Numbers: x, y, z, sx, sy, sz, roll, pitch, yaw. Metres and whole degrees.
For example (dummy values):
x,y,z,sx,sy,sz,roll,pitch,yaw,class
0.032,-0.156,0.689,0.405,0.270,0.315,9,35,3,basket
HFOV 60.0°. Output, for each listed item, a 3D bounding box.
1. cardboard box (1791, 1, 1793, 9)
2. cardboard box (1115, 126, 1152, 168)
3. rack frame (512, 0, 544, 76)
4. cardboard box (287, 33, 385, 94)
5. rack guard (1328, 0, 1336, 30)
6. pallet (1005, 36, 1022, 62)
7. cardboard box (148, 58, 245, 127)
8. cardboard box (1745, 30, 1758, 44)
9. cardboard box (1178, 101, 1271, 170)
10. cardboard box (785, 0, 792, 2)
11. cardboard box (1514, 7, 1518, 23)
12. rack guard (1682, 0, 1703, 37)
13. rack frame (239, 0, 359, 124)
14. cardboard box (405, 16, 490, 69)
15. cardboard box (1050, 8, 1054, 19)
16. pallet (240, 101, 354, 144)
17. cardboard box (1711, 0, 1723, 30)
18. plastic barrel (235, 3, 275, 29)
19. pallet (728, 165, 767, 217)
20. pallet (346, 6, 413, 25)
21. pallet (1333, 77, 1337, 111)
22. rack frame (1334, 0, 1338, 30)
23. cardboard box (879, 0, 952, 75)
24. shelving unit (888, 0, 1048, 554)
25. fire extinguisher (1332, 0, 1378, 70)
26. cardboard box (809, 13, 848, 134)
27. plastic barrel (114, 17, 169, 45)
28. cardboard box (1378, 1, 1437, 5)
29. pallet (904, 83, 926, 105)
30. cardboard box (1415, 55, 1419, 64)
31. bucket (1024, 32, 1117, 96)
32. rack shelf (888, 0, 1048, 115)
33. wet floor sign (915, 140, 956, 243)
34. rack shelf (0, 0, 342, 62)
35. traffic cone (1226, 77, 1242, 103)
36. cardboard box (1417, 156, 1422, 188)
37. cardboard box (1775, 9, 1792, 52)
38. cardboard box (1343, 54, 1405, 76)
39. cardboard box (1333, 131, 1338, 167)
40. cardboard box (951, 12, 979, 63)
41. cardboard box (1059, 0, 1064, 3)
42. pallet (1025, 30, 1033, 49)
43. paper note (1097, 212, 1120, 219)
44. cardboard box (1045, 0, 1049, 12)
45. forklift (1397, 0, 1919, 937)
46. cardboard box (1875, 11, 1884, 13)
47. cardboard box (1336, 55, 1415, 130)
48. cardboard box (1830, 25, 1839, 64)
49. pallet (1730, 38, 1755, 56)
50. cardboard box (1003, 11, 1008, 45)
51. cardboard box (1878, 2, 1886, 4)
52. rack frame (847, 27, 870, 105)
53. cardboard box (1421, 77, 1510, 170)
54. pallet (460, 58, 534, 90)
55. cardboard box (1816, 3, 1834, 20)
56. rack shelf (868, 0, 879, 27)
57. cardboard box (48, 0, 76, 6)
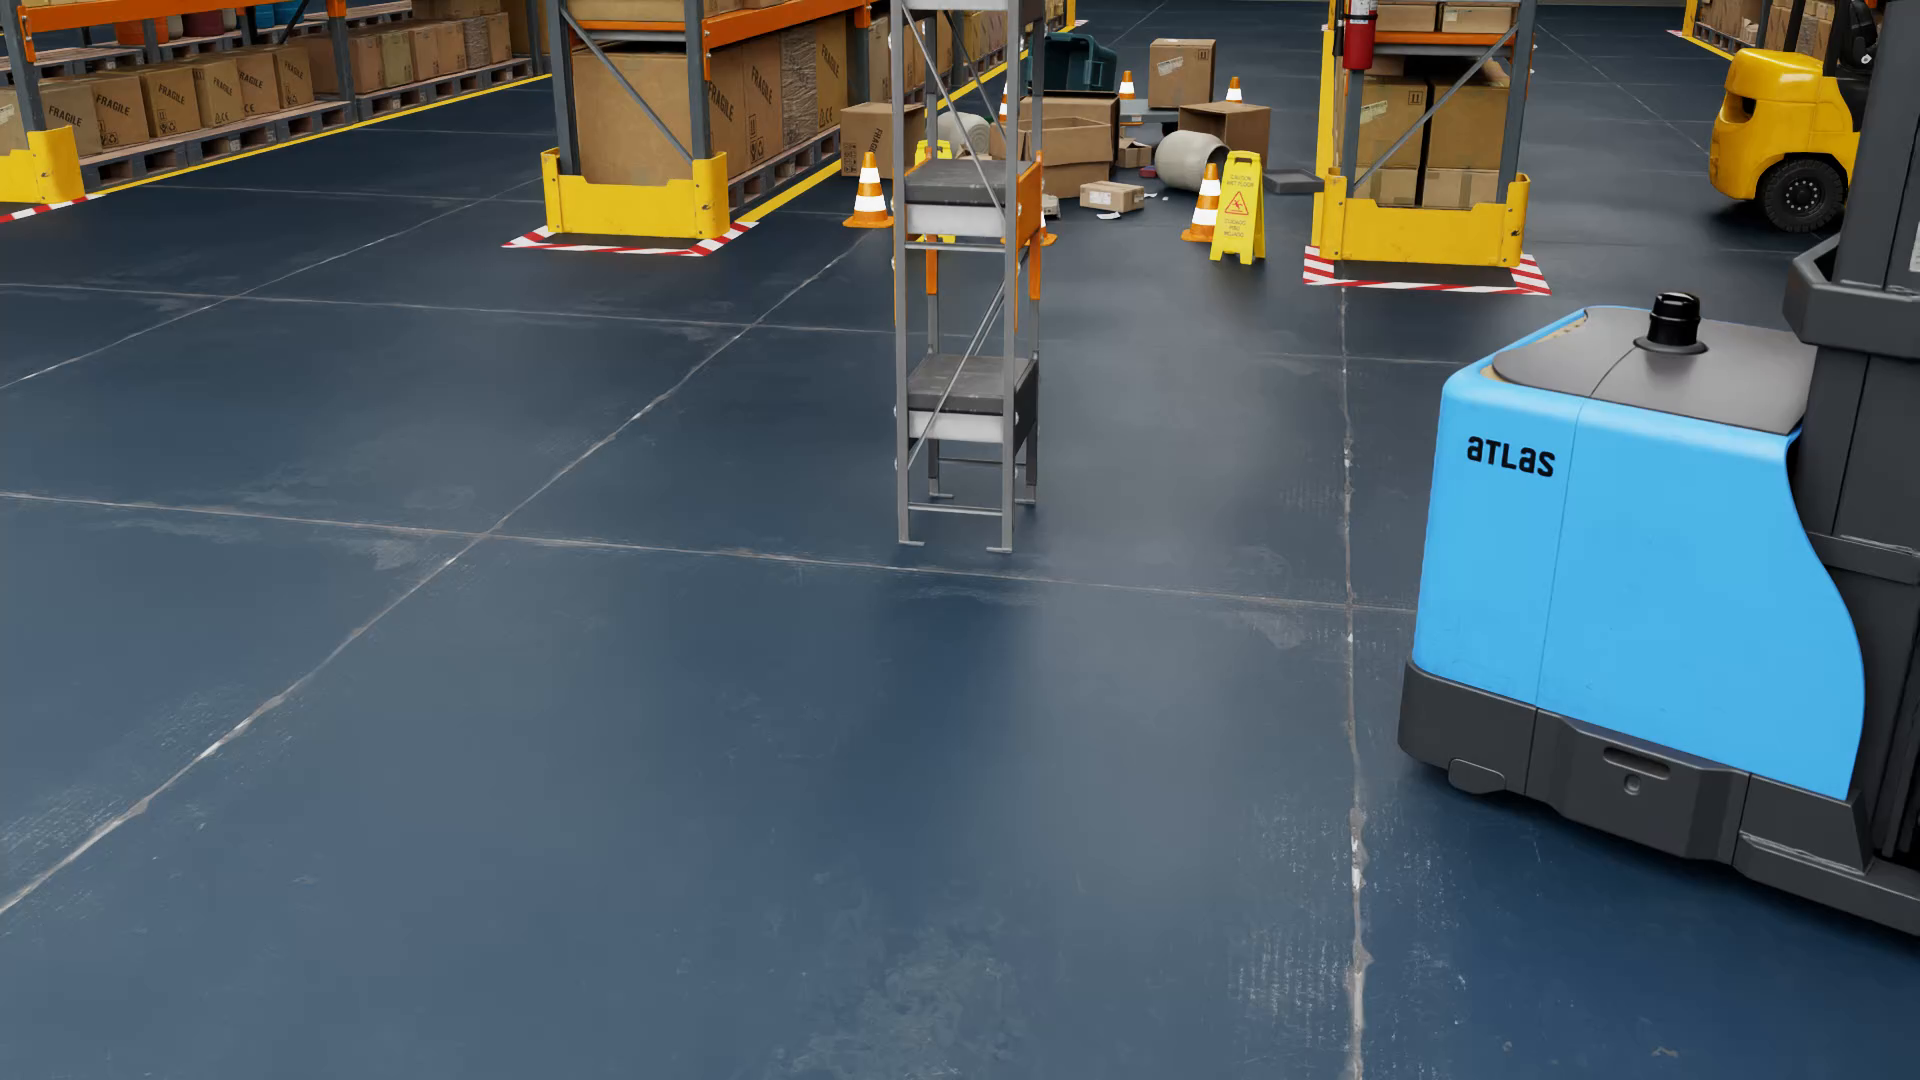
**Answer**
x,y,z,sx,sy,sz,roll,pitch,yaw,class
9.724,-6.121,18.952,0.380,0.149,0.250,3,22,8,cardboard box
1.320,-3.146,13.310,0.258,0.266,0.396,-11,25,-26,cardboard box
-5.298,-6.767,18.641,1.000,3.000,0.127,4,22,11,rack frame
-5.968,-4.572,15.947,0.700,0.500,0.500,3,22,7,cardboard box
6.041,-7.787,24.519,1.175,0.500,0.348,4,22,11,rack guard
0.196,-6.237,21.057,1.003,0.211,1.213,4,22,11,pallet
-6.394,-3.753,13.942,0.500,0.500,0.500,2,22,6,cardboard box
9.906,-6.196,20.477,0.380,0.149,0.250,4,22,9,cardboard box
2.037,-3.102,12.884,0.500,0.500,0.500,-16,27,-35,cardboard box
-1.668,-4.230,12.141,0.875,0.550,0.500,4,22,11,cardboard box
3.311,-3.351,10.496,0.380,0.149,0.250,5,22,12,cardboard box
10.881,-7.373,23.492,1.175,0.500,0.348,4,22,11,rack guard
-6.114,-5.304,15.009,1.000,3.000,0.127,4,22,11,rack frame
-5.516,-5.361,17.908,0.700,0.500,0.500,3,22,6,cardboard box
1.147,-7.561,23.866,0.380,0.149,0.250,3,22,9,cardboard box
-6.216,-3.763,14.913,1.003,0.211,1.213,4,22,11,pallet
10.466,-7.070,22.176,0.700,0.500,0.500,5,23,13,cardboard box
-9.602,-7.373,22.391,0.600,0.901,0.708,4,22,11,plastic barrel
-2.009,-2.431,11.608,1.003,0.211,1.213,4,22,11,pallet
-8.971,-8.034,25.518,1.003,0.211,1.213,4,22,11,pallet
4.243,-4.433,16.577,1.003,0.211,1.213,4,22,11,pallet
6.036,-8.938,24.030,1.000,3.000,0.127,4,22,11,rack frame
-0.675,-5.288,17.417,1.050,0.750,0.750,4,22,10,cardboard box
0.034,-1.035,5.612,0.431,2.100,0.503,4,22,11,shelving unit
2.297,-3.043,9.499,0.296,0.674,0.183,4,22,11,fire extinguisher
-1.476,-3.874,13.739,0.875,0.875,0.875,5,22,12,cardboard box
-10.063,-6.513,20.353,0.600,0.830,0.708,4,22,11,plastic barrel
2.612,-3.490,9.972,0.500,0.500,0.500,4,22,10,cardboard box
-0.949,-4.331,16.325,1.003,0.211,1.213,4,22,11,pallet
3.628,-3.393,12.378,0.500,0.500,0.500,5,22,12,cardboard box
0.950,-3.850,13.746,0.726,0.611,0.620,13,15,29,bucket
0.034,-1.671,5.355,0.431,0.518,0.480,4,22,11,rack shelf
-0.163,-2.173,10.385,0.267,0.644,0.232,1,22,2,wet floor sign
-6.522,-4.239,13.327,1.077,0.370,4.000,4,22,11,rack shelf
2.470,-3.932,14.998,0.336,0.463,0.334,4,22,11,traffic cone
3.318,-2.465,11.078,0.500,0.250,0.500,5,23,13,cardboard box
9.662,-5.778,18.968,0.500,0.500,0.500,4,22,10,cardboard box
2.689,-3.106,10.798,0.380,0.149,0.250,5,22,12,cardboard box
2.888,-2.702,11.666,0.500,0.250,0.500,4,22,9,cardboard box
-0.069,-5.627,18.593,0.500,0.500,0.500,4,22,9,cardboard box
1.341,-8.074,24.741,0.380,0.149,0.250,4,22,9,cardboard box
0.456,-6.770,22.381,1.003,0.211,1.213,4,22,11,pallet
1.016,-2.206,11.291,0.148,0.019,0.142,-3,22,-8,paper note
1.045,-7.498,23.311,0.380,0.149,0.250,5,22,11,cardboard box
2.598,-0.542,3.276,3.031,2.935,1.130,17,28,36,forklift
9.142,-5.273,16.847,0.380,0.149,0.250,3,22,8,cardboard box
2.998,-3.235,11.985,0.500,0.500,0.500,6,23,14,cardboard box
9.252,-5.023,17.095,0.500,0.500,0.500,4,22,10,cardboard box
10.221,-6.055,20.606,1.003,0.211,1.213,4,22,11,pallet
0.344,-6.373,20.446,0.500,0.500,0.500,4,22,10,cardboard box
9.983,-5.710,17.933,0.380,0.149,0.250,4,22,9,cardboard box
-1.279,-4.889,13.978,1.000,3.000,0.127,4,22,11,rack frame
3.211,-2.636,10.498,0.500,0.500,0.500,4,22,9,cardboard box
-5.459,-5.188,18.453,1.003,0.211,1.213,4,22,11,pallet
9.415,-5.654,17.792,0.380,0.149,0.250,3,22,8,cardboard box
-0.871,-5.287,15.929,1.077,0.370,4.000,4,22,11,rack shelf
-6.569,-3.901,11.861,0.380,0.149,0.250,4,22,11,cardboard box
